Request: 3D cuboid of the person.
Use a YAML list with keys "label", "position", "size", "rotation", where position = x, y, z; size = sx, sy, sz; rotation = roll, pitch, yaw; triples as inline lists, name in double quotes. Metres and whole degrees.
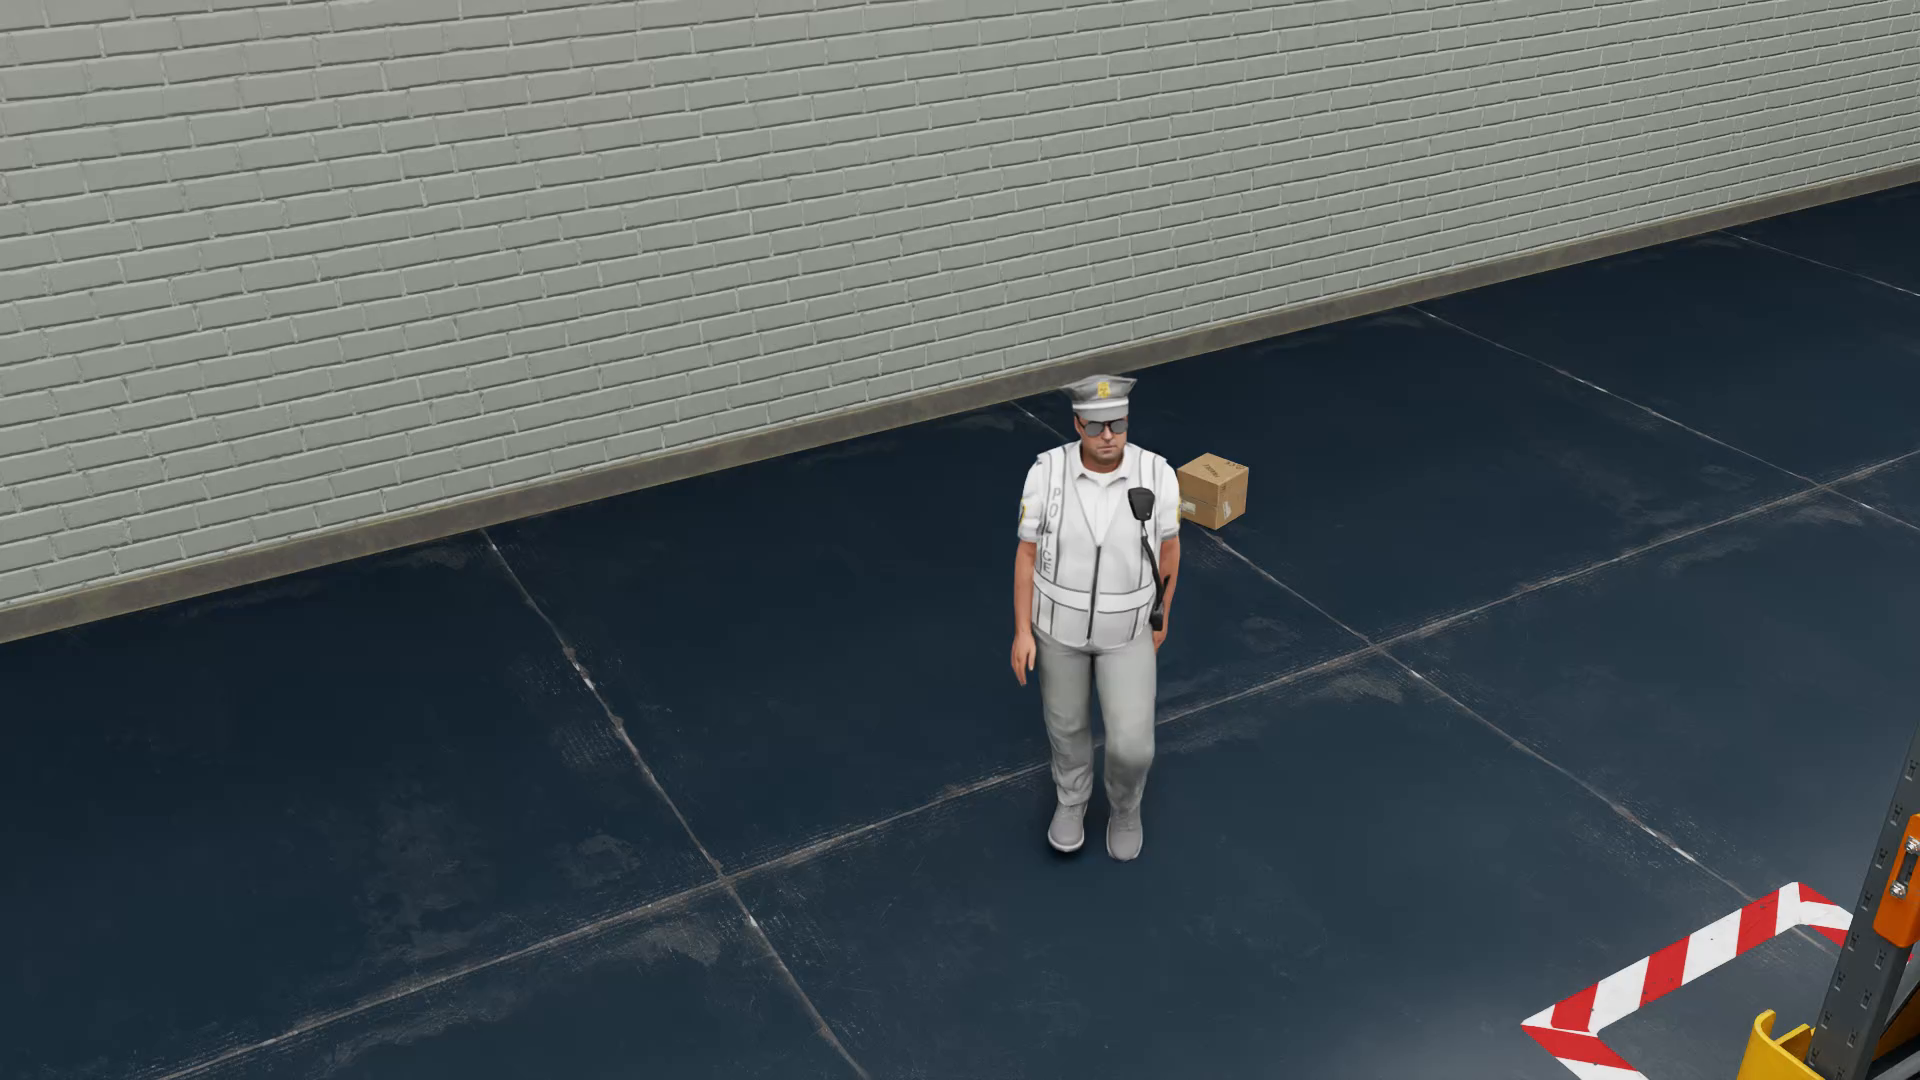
- label: "person"
  position: [0.442, 0.313, 5.530]
  size: [0.538, 1.820, 0.473]
  rotation: [4, 29, 7]
